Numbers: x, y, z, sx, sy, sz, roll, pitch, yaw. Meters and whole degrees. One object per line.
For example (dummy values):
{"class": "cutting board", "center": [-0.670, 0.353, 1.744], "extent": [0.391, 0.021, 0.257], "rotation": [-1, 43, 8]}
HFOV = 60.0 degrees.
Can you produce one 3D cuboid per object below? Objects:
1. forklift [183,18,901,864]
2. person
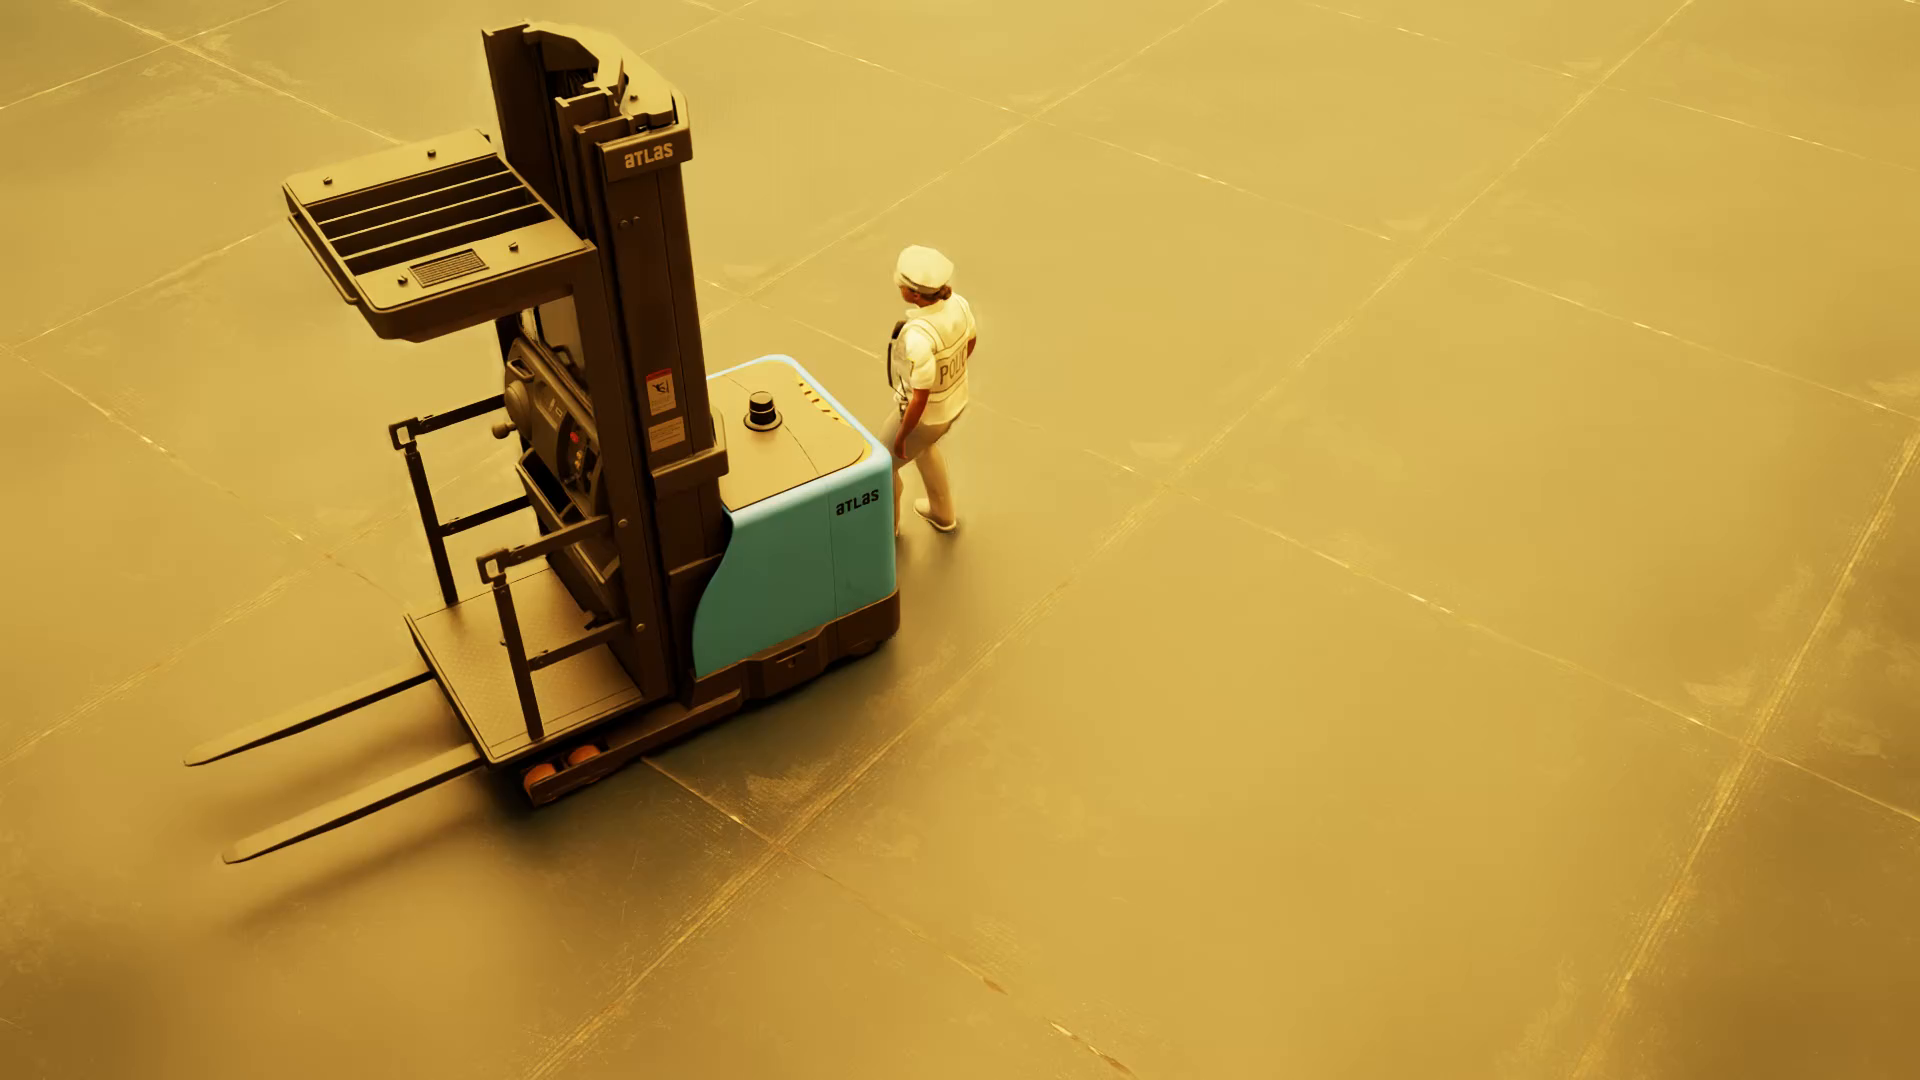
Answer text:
{"class": "forklift", "center": [-1.790, -0.398, 6.541], "extent": [3.031, 2.935, 1.130], "rotation": [-23, 46, -25]}
{"class": "person", "center": [-0.262, -0.687, 7.878], "extent": [0.613, 1.648, 0.660], "rotation": [19, 44, 21]}
